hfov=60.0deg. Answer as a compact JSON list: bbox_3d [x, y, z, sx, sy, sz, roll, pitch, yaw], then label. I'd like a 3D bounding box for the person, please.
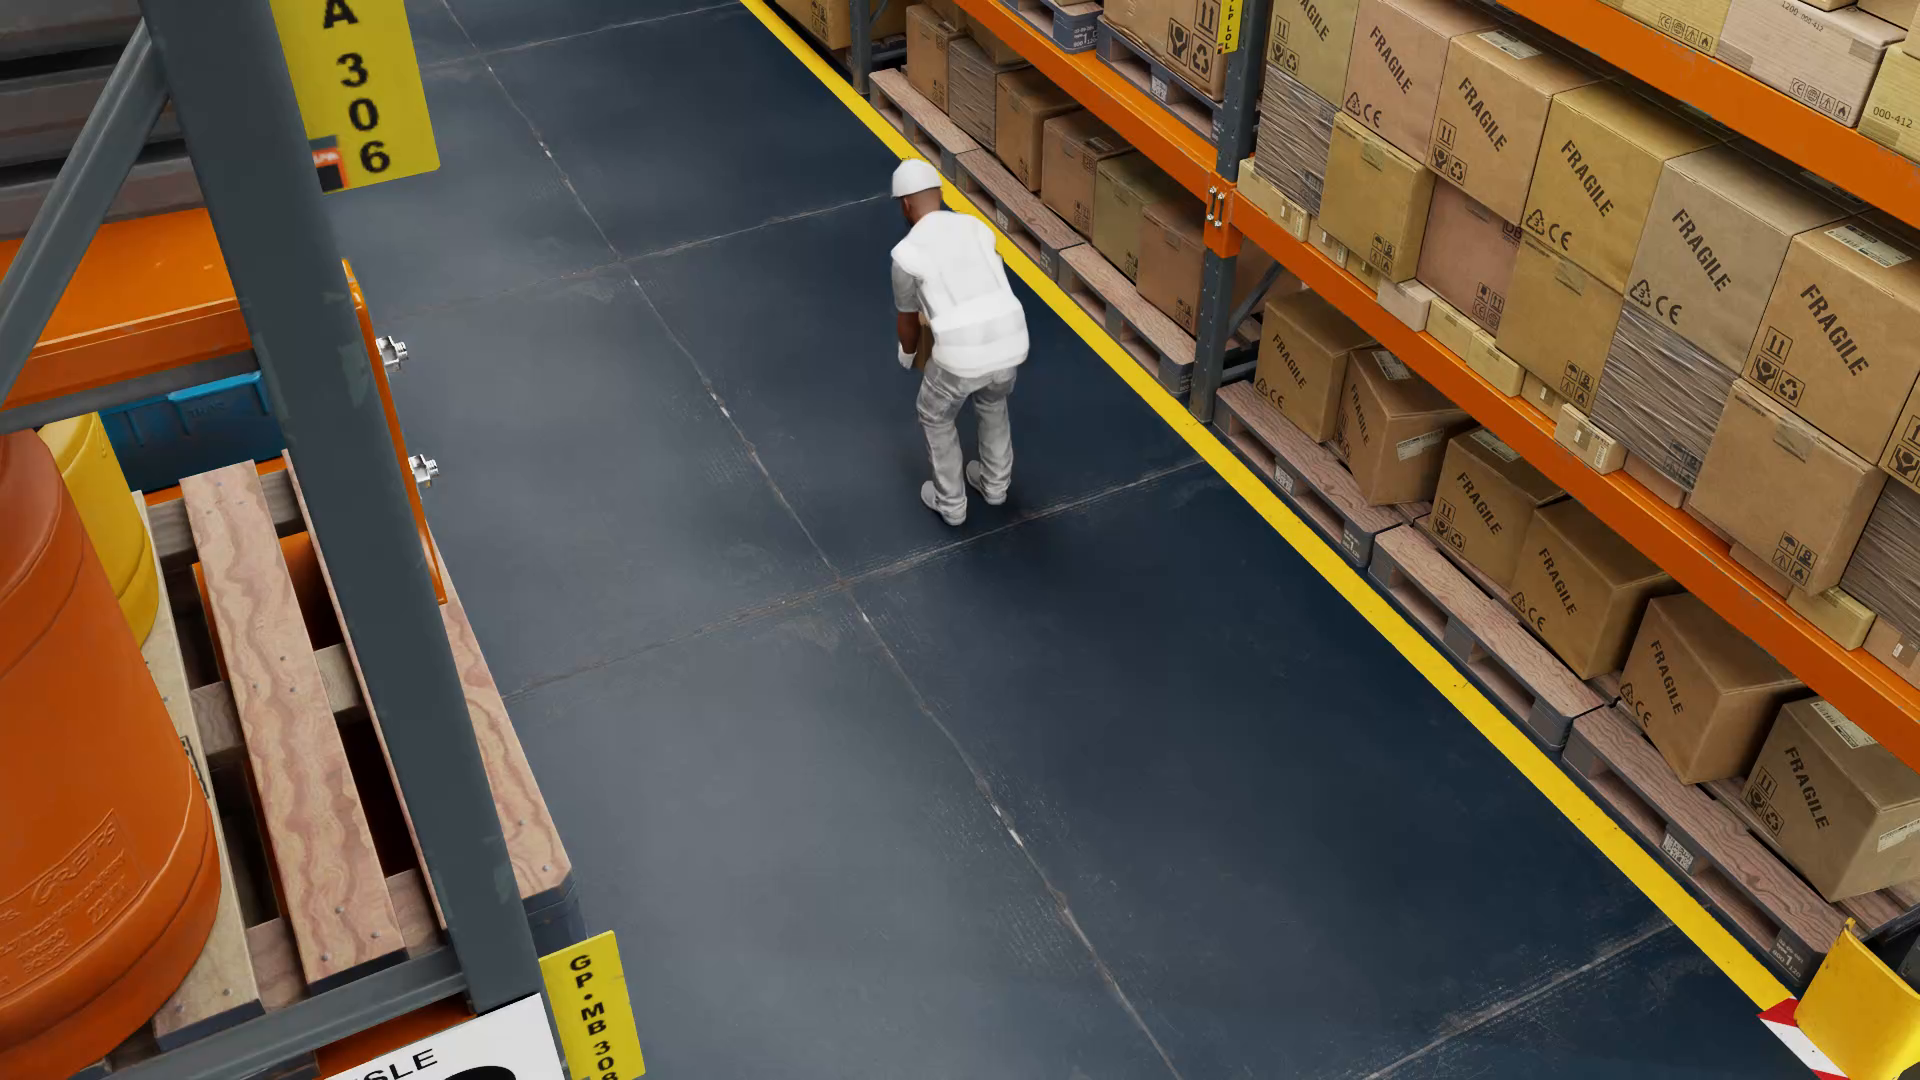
[{"bbox_3d":[-0.043,-0.854,7.317,0.484,1.534,0.824,-20,45,-21],"label":"person"}]
